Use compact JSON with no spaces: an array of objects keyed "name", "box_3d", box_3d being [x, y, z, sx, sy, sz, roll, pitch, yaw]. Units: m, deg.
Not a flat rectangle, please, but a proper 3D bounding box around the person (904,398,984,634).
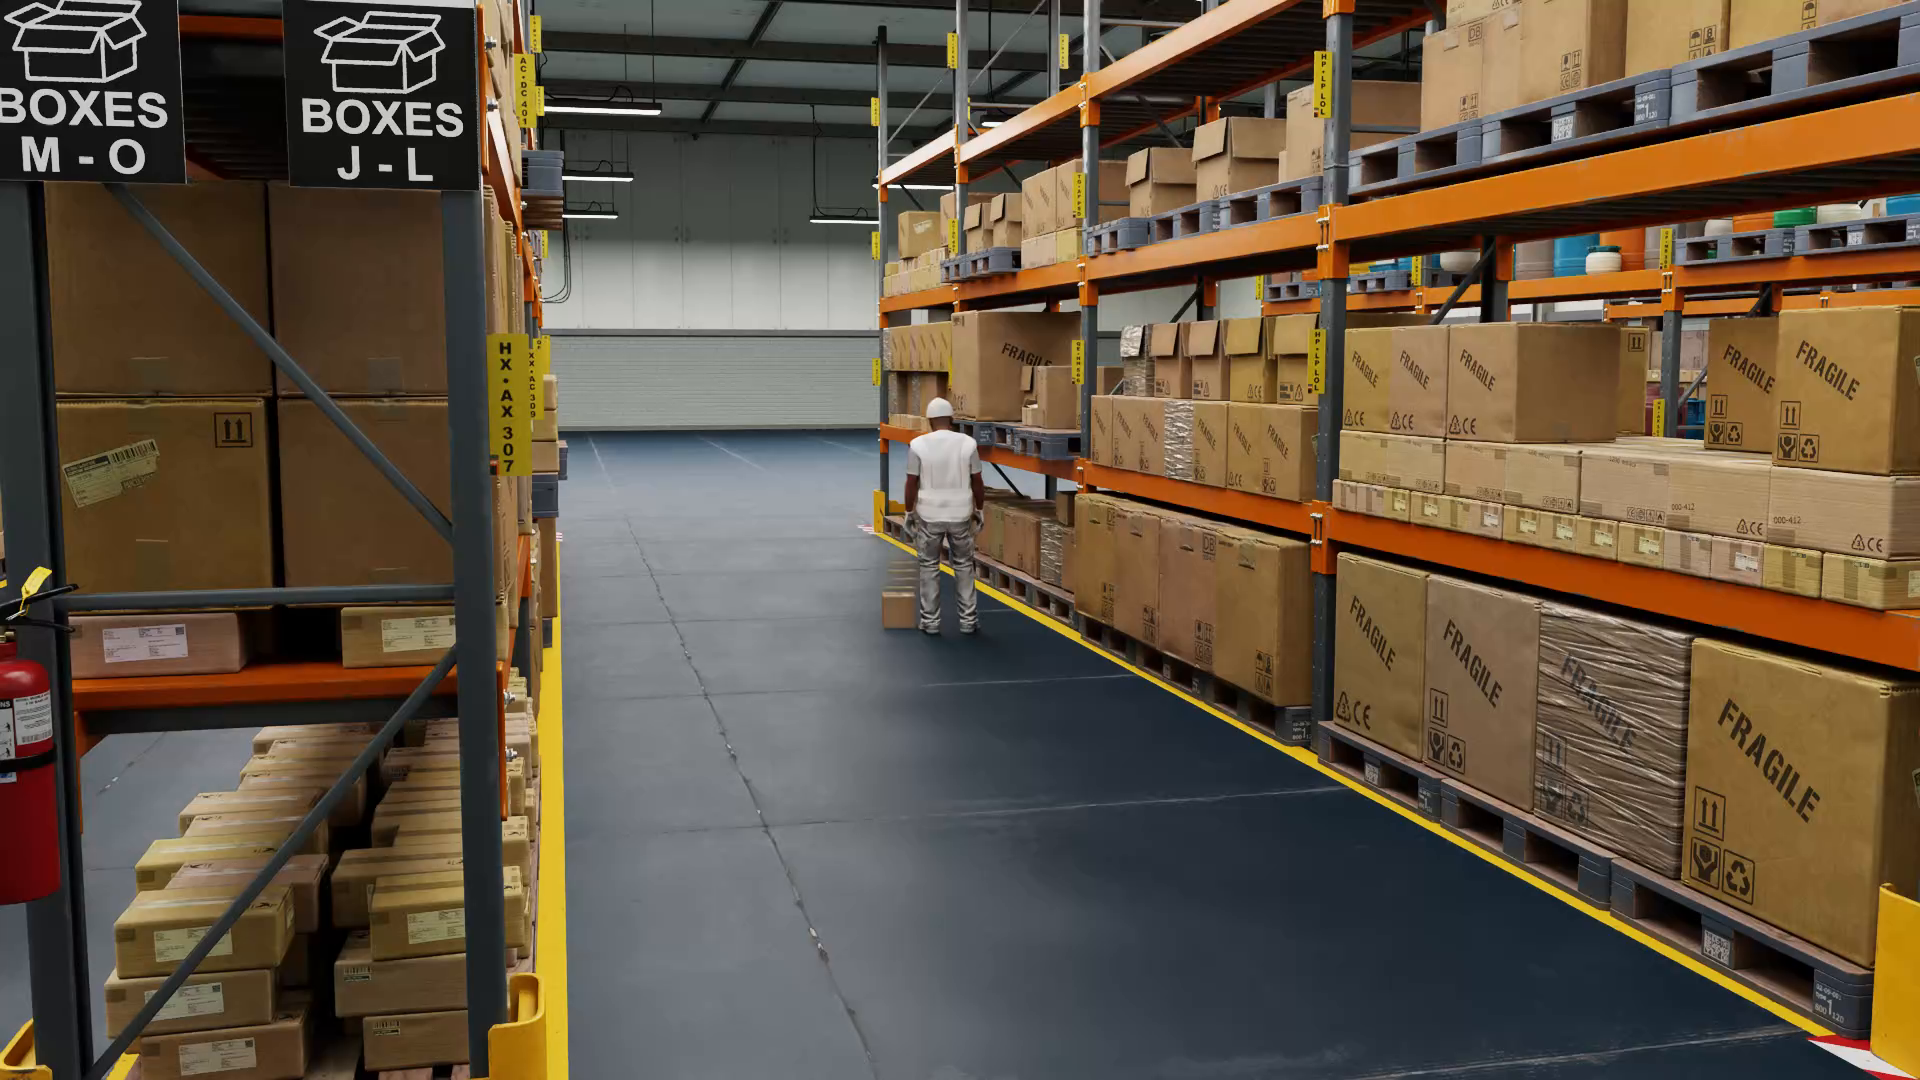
[{"name":"person","box_3d":[-0.118,-0.182,12.583,0.616,1.771,0.452,-1,6,-7]}]
